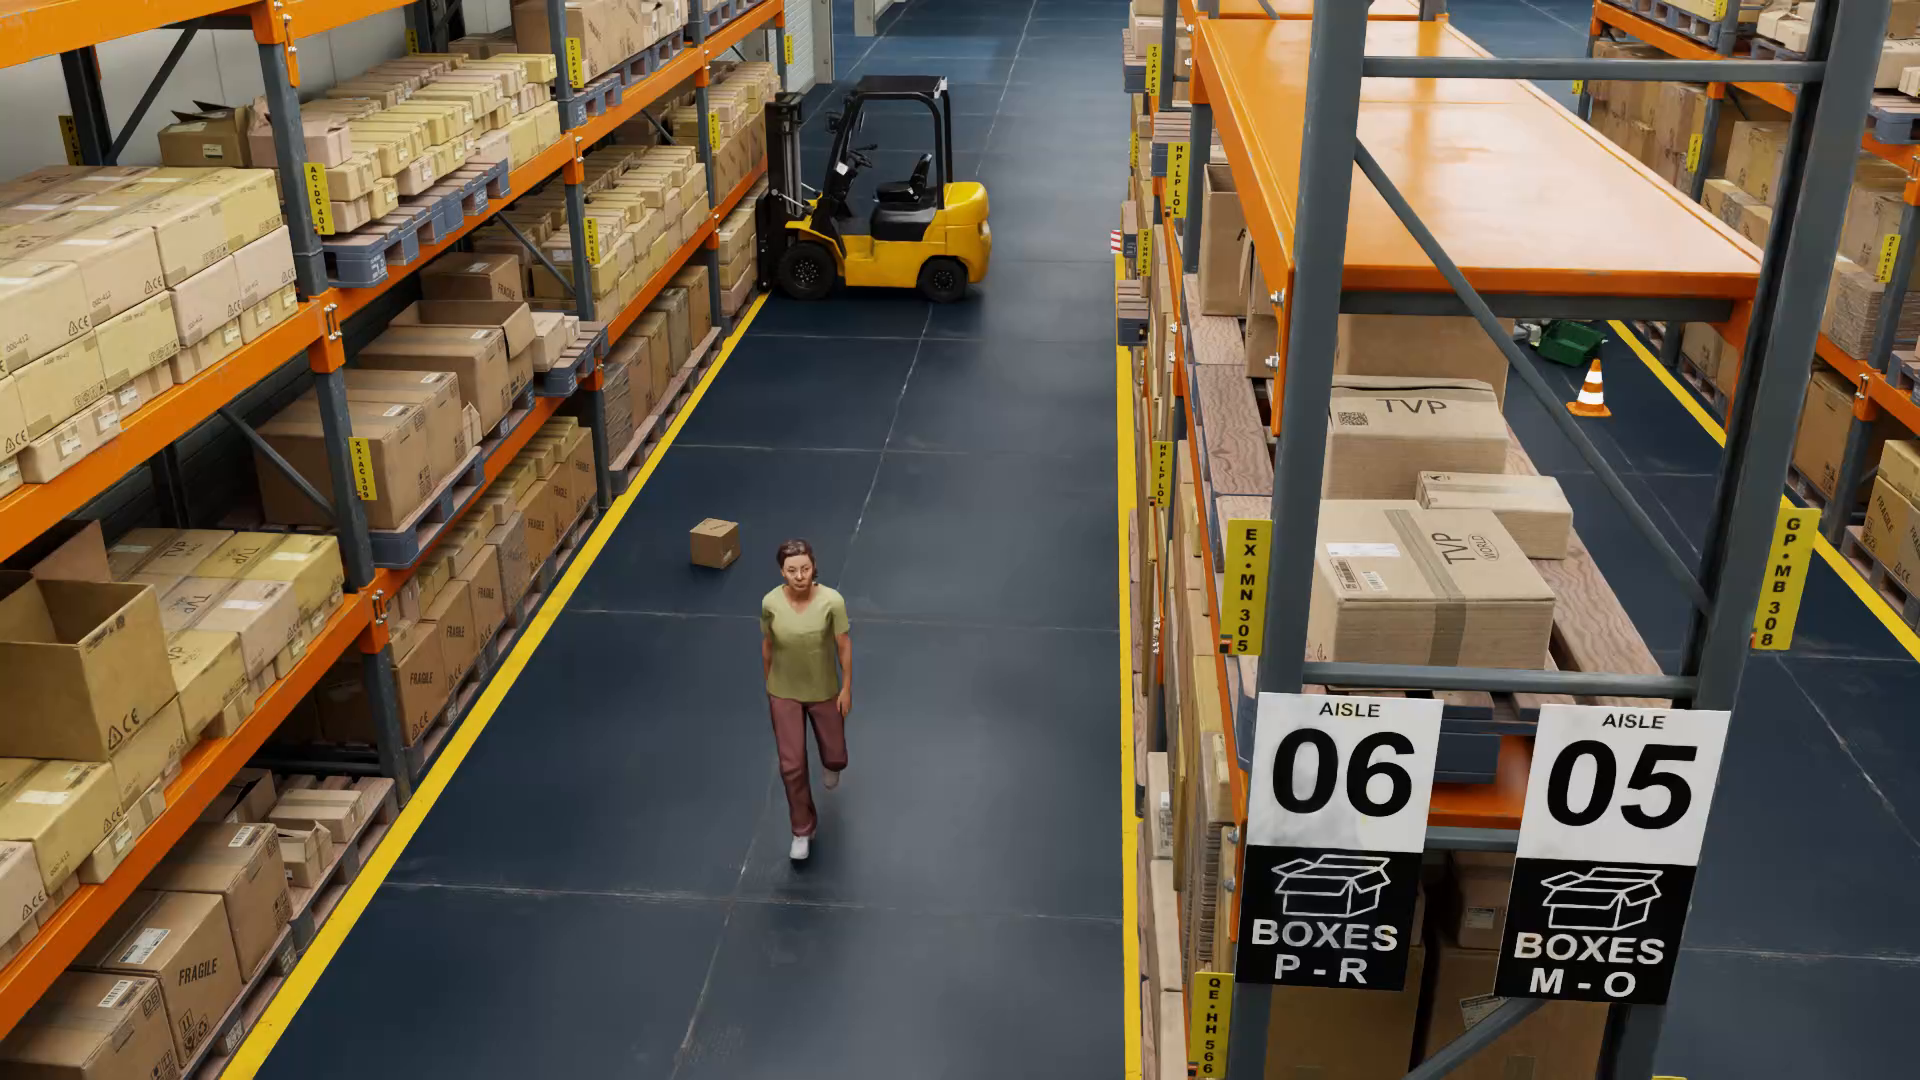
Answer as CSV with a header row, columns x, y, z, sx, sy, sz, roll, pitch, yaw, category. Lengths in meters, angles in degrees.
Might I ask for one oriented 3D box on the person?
x,y,z,sx,sy,sz,roll,pitch,yaw,category
-0.763,0.731,8.375,0.455,1.642,0.761,-1,25,-2,person
